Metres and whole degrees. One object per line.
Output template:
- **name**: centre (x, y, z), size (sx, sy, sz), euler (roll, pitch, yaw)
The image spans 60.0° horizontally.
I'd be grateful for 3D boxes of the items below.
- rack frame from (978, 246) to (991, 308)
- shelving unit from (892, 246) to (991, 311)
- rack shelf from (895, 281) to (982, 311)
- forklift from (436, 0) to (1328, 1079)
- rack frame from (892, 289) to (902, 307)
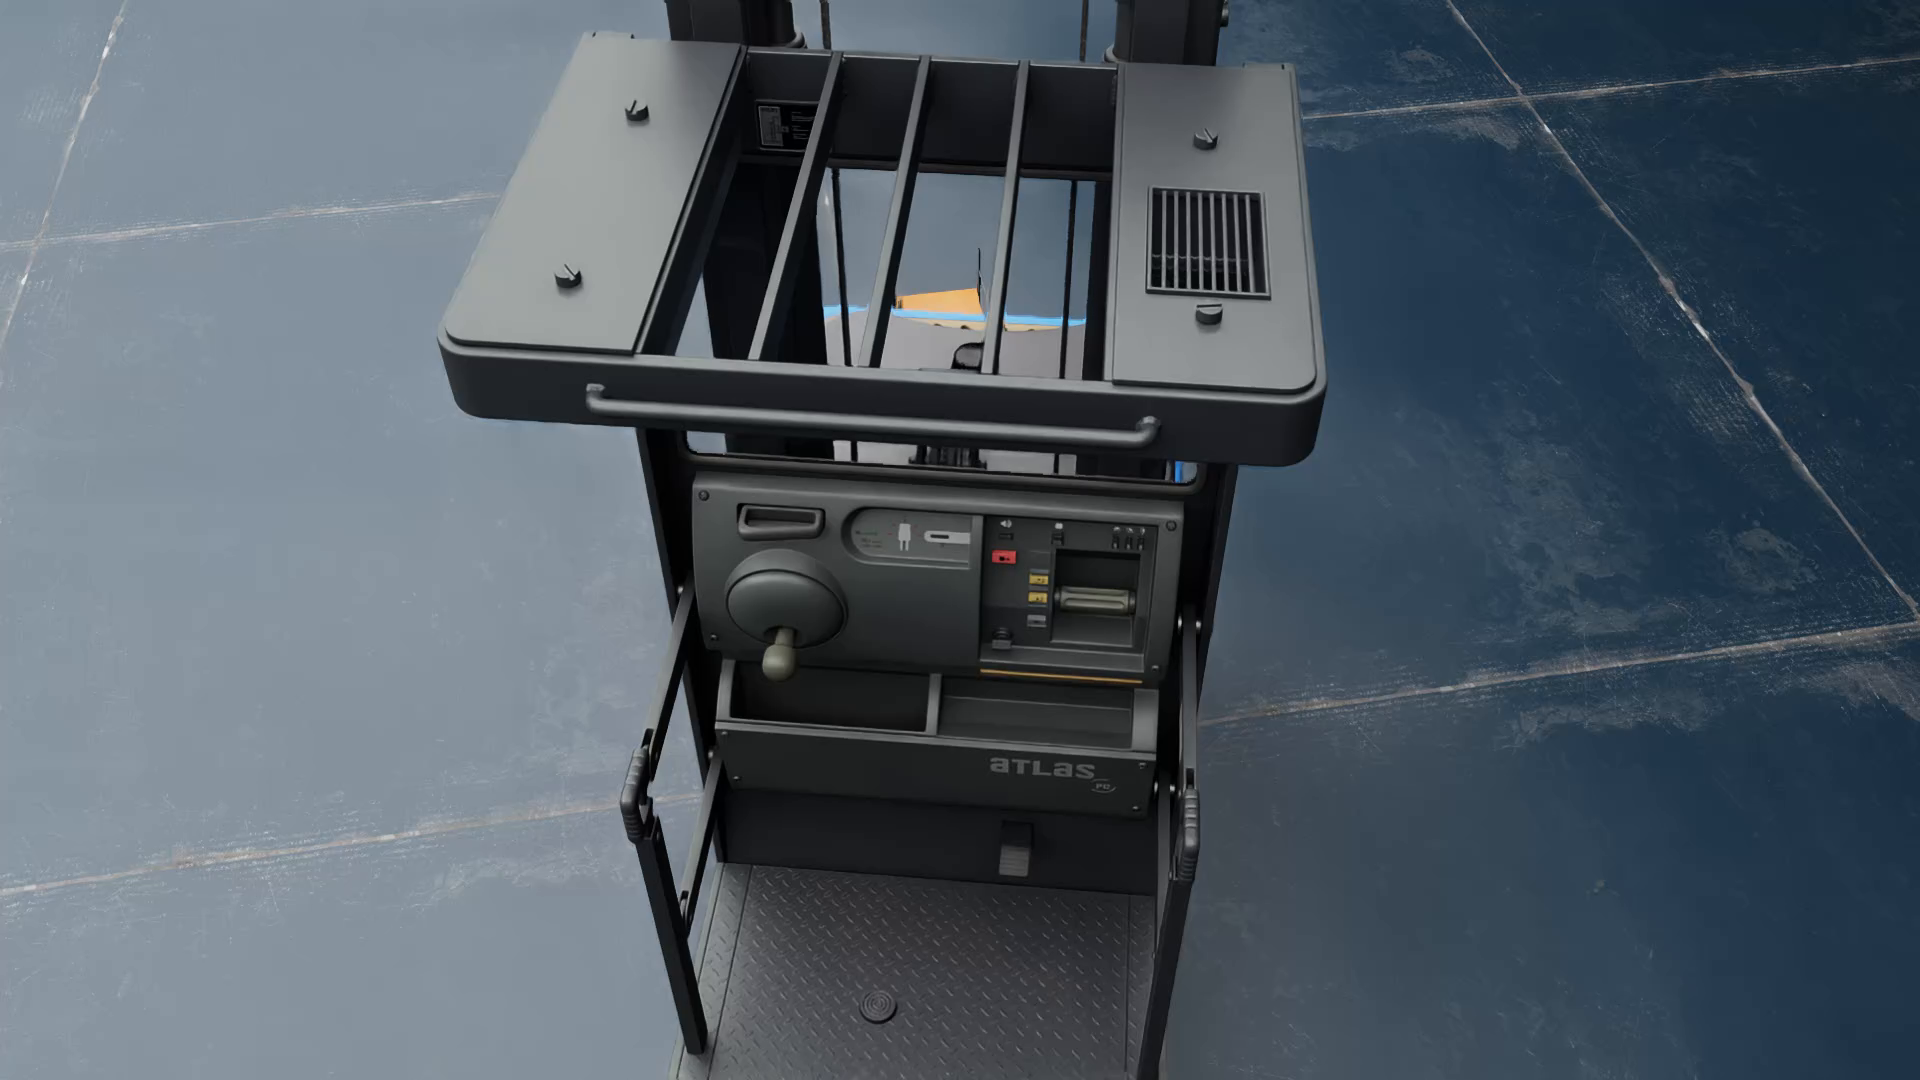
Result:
- **rack frame**: centre (0.068, -0.373, 4.880), size (0.008, 1.050, 0.200), euler (-6, 46, -6)
- **shelving unit**: centre (-0.052, -0.360, 4.868), size (0.252, 1.050, 0.215), euler (-6, 46, -6)
- **rack shelf**: centre (-0.052, -0.549, 4.670), size (0.240, 0.259, 0.215), euler (-6, 46, -6)
- **forklift**: centre (-0.065, 0.187, 3.035), size (1.130, 2.935, 3.031), euler (4, 46, 4)
- **rack frame**: centre (-0.173, -0.347, 4.855), size (0.008, 1.050, 0.200), euler (-6, 46, -6)
